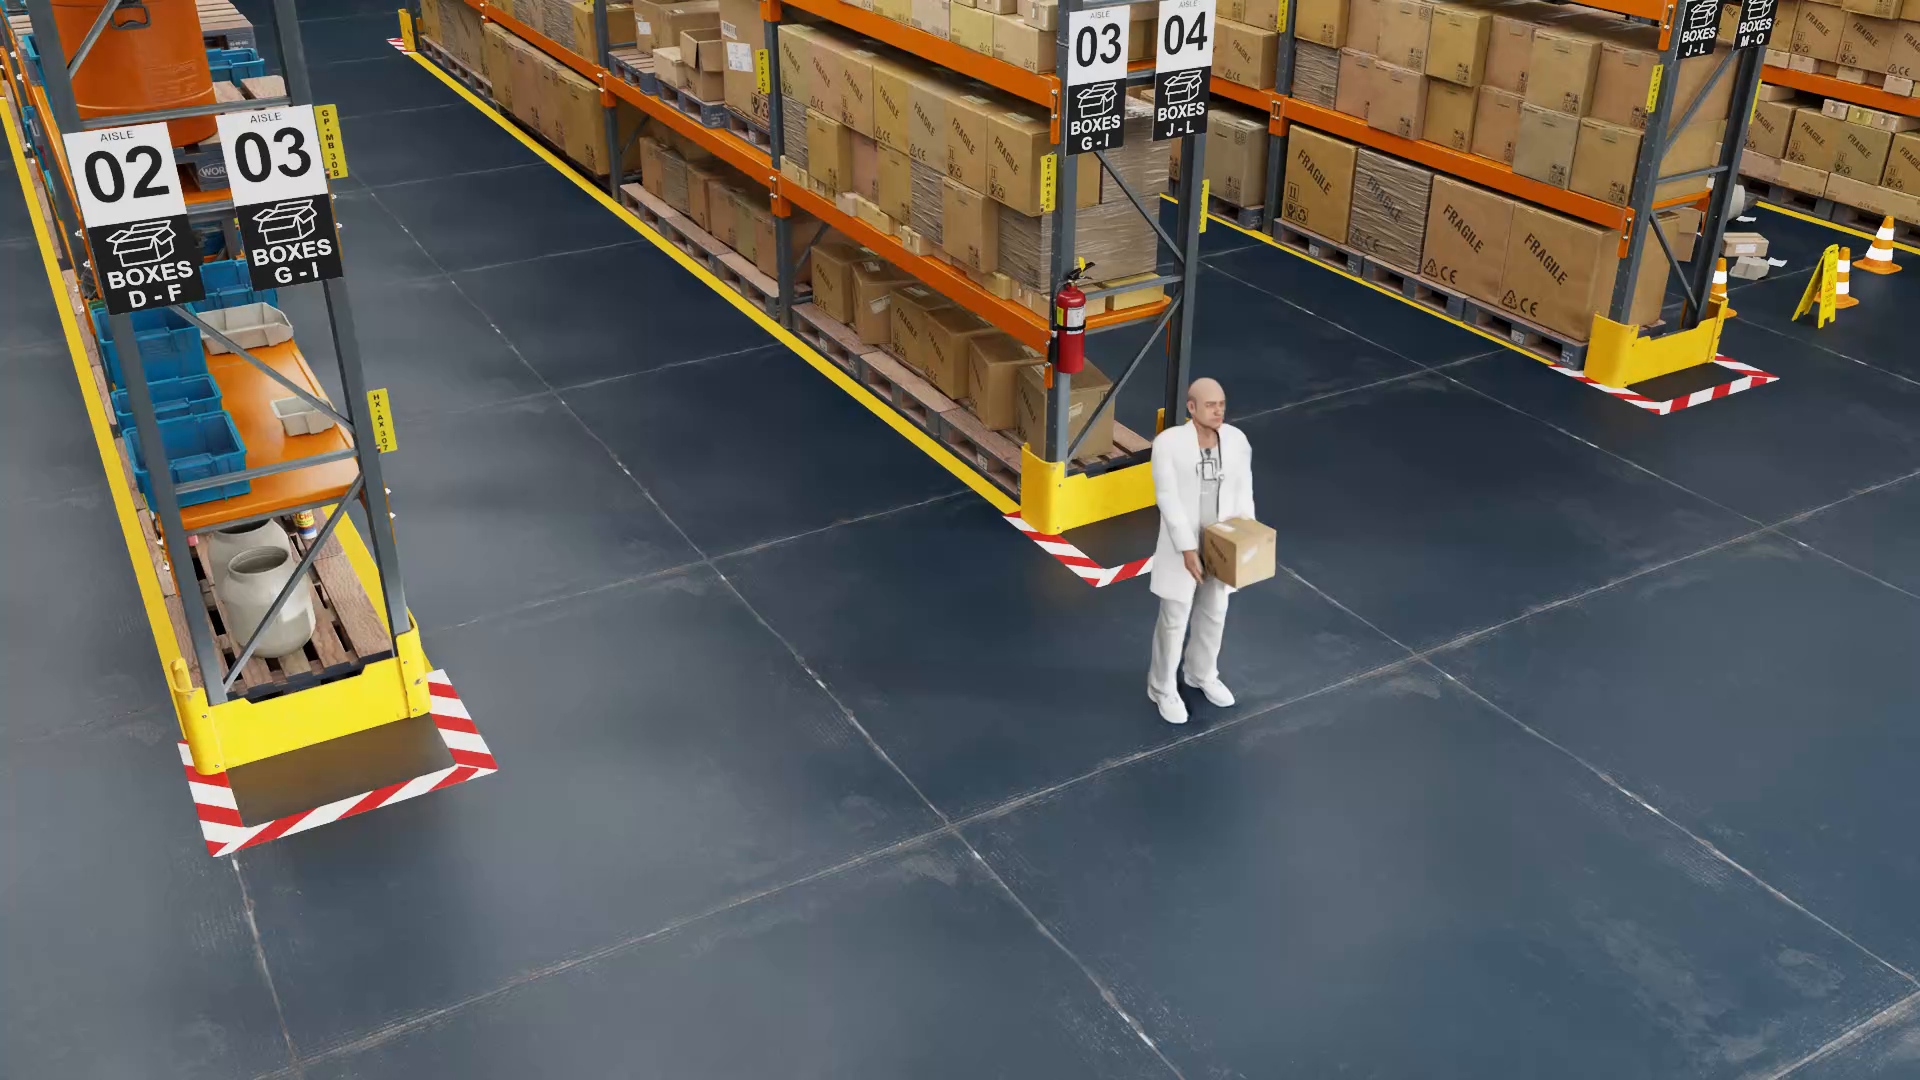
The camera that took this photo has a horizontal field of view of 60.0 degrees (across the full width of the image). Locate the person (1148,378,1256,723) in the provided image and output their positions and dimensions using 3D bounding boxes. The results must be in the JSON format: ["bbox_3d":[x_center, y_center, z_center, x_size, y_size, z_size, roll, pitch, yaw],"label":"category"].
[{"bbox_3d":[1.244,0.073,8.448,0.545,1.779,0.544,-8,30,-14],"label":"person"}]
